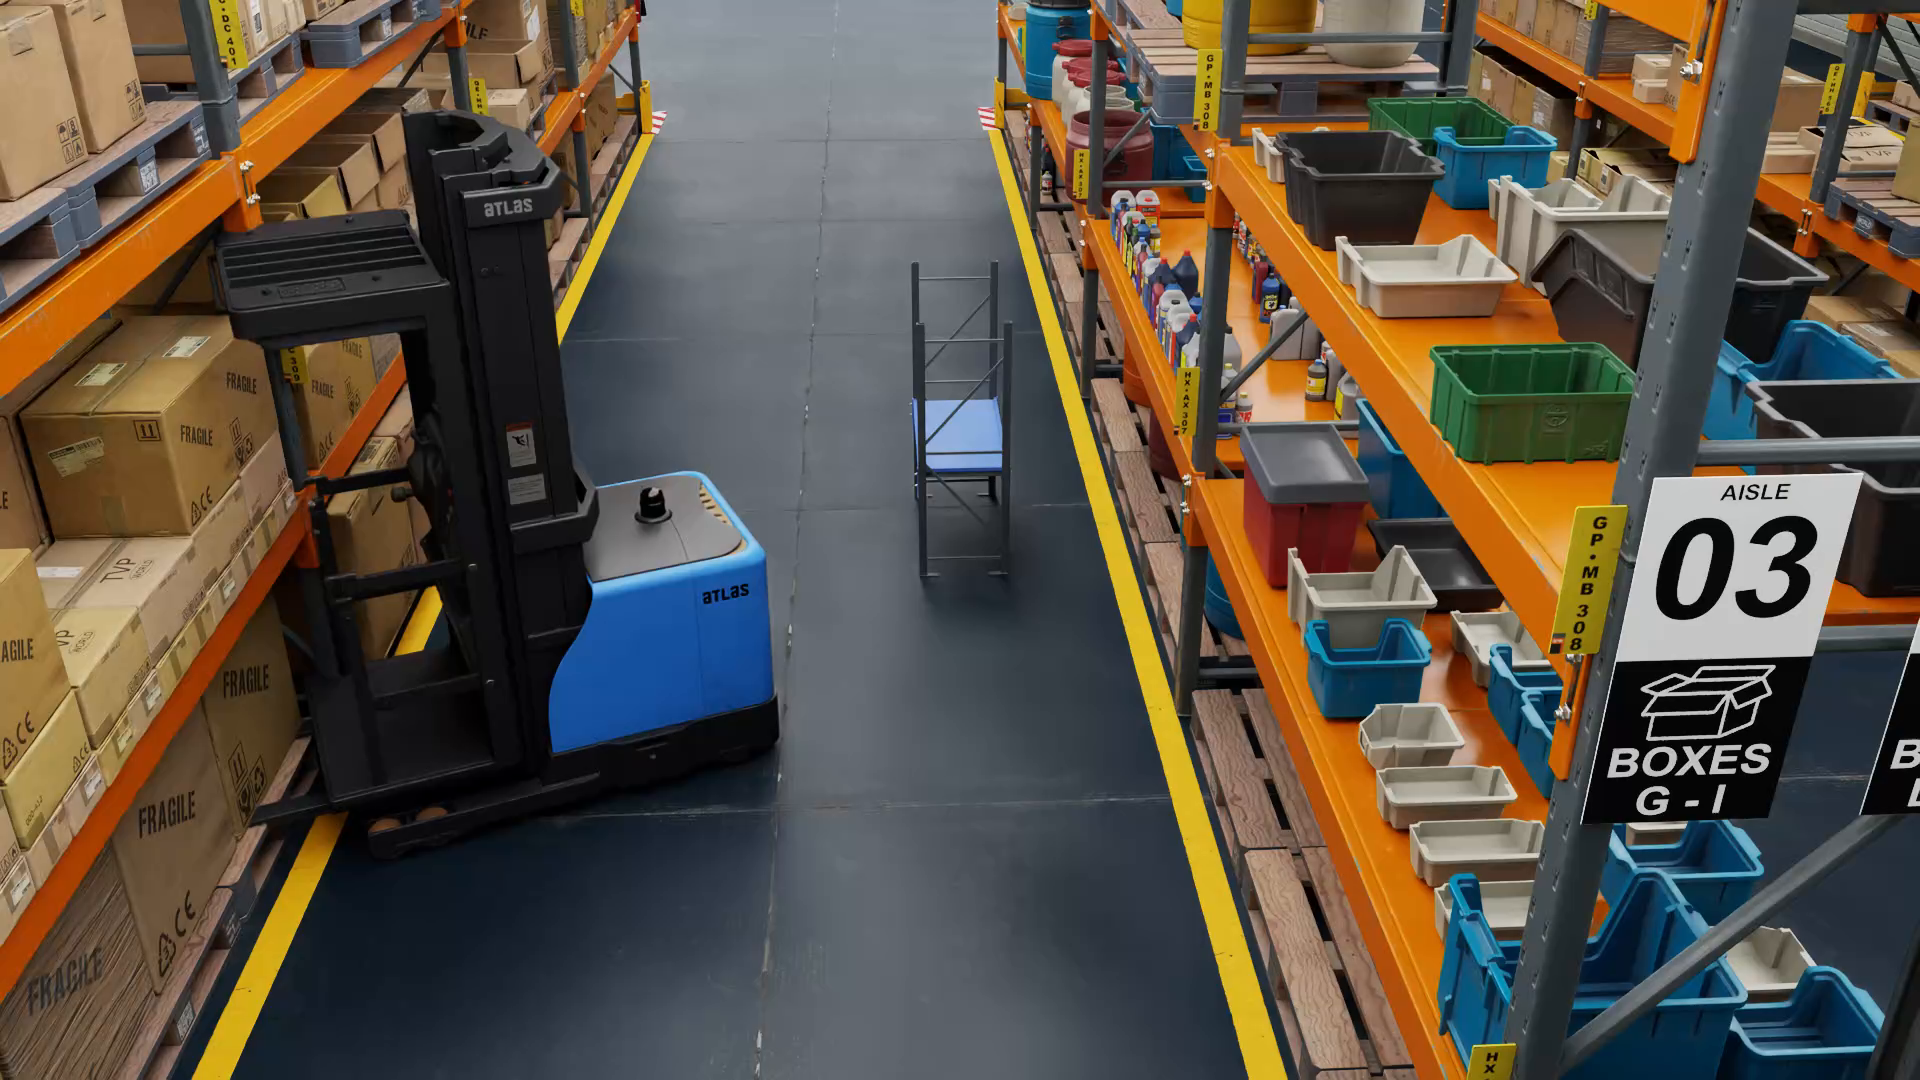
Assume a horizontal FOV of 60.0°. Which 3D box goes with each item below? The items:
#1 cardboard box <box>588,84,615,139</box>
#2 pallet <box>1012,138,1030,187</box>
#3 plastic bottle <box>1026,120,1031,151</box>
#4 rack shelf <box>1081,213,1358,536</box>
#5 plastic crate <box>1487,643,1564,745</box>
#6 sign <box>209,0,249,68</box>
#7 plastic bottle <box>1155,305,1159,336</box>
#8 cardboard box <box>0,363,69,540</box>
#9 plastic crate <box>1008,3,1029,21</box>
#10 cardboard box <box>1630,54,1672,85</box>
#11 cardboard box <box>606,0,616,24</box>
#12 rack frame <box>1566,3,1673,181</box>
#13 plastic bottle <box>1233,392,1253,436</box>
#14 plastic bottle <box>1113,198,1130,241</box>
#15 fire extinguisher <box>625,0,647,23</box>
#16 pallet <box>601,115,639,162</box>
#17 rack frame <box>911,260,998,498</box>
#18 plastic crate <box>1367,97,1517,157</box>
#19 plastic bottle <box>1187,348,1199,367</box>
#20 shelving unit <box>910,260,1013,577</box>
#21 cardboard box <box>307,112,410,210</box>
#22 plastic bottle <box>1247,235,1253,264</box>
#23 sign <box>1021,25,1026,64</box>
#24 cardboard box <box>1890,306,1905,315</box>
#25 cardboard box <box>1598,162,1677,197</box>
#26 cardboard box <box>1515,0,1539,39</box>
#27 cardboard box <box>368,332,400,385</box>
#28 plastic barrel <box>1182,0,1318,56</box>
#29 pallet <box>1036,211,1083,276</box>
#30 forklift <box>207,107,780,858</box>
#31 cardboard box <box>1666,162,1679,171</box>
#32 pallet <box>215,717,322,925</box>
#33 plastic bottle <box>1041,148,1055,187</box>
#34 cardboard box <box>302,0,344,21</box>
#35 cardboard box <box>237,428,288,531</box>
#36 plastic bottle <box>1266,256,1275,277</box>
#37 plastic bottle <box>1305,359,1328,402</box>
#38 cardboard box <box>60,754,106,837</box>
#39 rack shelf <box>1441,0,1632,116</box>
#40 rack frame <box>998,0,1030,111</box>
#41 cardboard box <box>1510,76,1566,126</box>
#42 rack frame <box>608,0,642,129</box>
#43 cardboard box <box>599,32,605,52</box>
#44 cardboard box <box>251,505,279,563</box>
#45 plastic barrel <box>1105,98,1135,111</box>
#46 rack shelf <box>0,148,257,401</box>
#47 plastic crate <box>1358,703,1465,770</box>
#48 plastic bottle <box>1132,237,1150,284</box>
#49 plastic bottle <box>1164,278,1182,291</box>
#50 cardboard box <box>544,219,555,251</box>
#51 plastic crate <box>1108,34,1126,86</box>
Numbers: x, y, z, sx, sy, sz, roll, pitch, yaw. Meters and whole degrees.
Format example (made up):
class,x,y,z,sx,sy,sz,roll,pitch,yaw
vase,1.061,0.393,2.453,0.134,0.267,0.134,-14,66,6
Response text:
class,x,y,z,sx,sy,sz,roll,pitch,yaw
cardboard box,-3.936,-4.440,17.268,0.500,0.500,0.500,6,28,11
pallet,1.077,-3.838,16.880,1.003,0.211,1.213,-1,28,-3
plastic bottle,0.706,-4.086,16.803,0.061,0.283,0.133,-1,28,-2
rack shelf,1.451,-1.108,9.409,1.077,0.370,4.000,-1,28,-3
plastic crate,1.995,0.522,5.621,0.416,0.233,0.300,-1,28,-3
sign,-2.837,-1.993,6.438,0.100,0.325,0.005,-1,28,-3
plastic bottle,1.114,-1.214,9.048,0.097,0.201,0.097,0,28,0
cardboard box,-3.603,-0.327,6.163,0.500,0.500,0.500,-1,28,-3
plastic crate,0.654,-5.508,17.351,0.298,0.136,0.250,-1,28,-3
cardboard box,6.154,-4.023,14.383,0.500,0.250,0.500,0,28,1
cardboard box,-3.887,-5.388,16.406,0.875,0.500,0.500,-1,28,-3
rack frame,6.084,-4.316,14.782,1.000,3.000,0.127,-1,28,-3
plastic bottle,1.335,-0.602,7.874,0.097,0.201,0.097,0,28,0
plastic bottle,1.025,-2.032,10.542,0.097,0.271,0.097,0,28,0
fire extinguisher,-3.563,-5.956,18.009,0.296,0.674,0.183,-1,28,-3
pallet,-4.007,-4.278,17.725,1.003,0.211,1.213,-1,28,-3
rack frame,-0.031,-0.939,9.929,0.500,1.500,0.032,-1,28,-3
plastic crate,1.879,-1.551,6.466,0.450,0.188,0.662,-1,28,-3
plastic bottle,1.193,-0.792,8.158,0.152,0.276,0.135,-1,28,-3
shelving unit,-0.004,-0.704,9.479,0.538,1.500,1.048,-1,28,-3
cardboard box,-3.547,-2.081,9.304,0.797,0.503,0.637,-1,28,-1
plastic bottle,1.809,-1.791,10.156,0.097,0.201,0.097,0,28,0
sign,0.587,-4.313,14.476,0.100,0.325,0.005,-1,28,-3
cardboard box,6.559,-1.685,12.256,0.500,0.250,0.500,-1,28,-3
cardboard box,5.878,-3.104,14.370,0.500,0.311,0.500,-2,28,-3
cardboard box,5.971,-5.277,16.516,0.700,0.500,0.500,-1,28,-1
cardboard box,-3.218,-1.110,8.527,0.500,0.500,0.500,-2,28,-4
plastic barrel,1.305,-2.520,7.437,0.600,0.588,0.600,0,28,0
pallet,1.217,-2.600,14.507,1.003,0.211,1.213,-1,28,-3
forklift,-2.408,-0.214,6.990,3.031,2.935,1.130,-12,30,-22
cardboard box,6.425,-3.112,14.385,0.500,0.311,0.500,-1,28,-1
pallet,-3.429,1.205,7.211,1.003,0.211,1.213,-1,28,-3
plastic bottle,0.816,-3.509,15.624,0.144,0.351,0.185,-2,28,-4
cardboard box,-3.472,-2.851,8.162,0.797,0.503,0.637,-2,28,-3
cardboard box,-3.106,-0.252,6.830,0.500,0.250,0.500,-2,28,-4
plastic bottle,1.820,-1.550,9.532,0.144,0.351,0.185,-1,28,-3
plastic bottle,1.769,-0.796,8.247,0.097,0.201,0.097,0,28,0
cardboard box,-2.941,0.809,5.227,0.380,0.149,0.250,-2,28,-3
rack shelf,5.980,-4.921,16.719,1.077,0.370,4.000,-1,28,-3
rack frame,0.929,-6.046,18.098,1.000,3.000,0.127,-1,28,-3
cardboard box,5.797,-4.287,16.433,0.500,0.500,0.500,-1,28,-3
rack frame,-4.018,-5.926,17.868,1.000,3.000,0.127,-1,28,-3
cardboard box,-3.611,-4.766,15.916,0.380,0.149,0.250,-1,28,-3
cardboard box,-3.034,-0.021,6.818,0.380,0.149,0.250,-1,28,-2
plastic barrel,1.079,-2.871,11.889,0.421,0.512,0.421,0,28,0
rack shelf,-3.287,-0.472,4.945,1.077,0.370,4.000,-1,28,-3
plastic crate,1.467,0.663,5.455,0.298,0.136,0.250,-1,28,-3
plastic bottle,1.068,-1.650,9.810,0.097,0.271,0.097,0,28,0
plastic bottle,1.168,-1.308,9.153,0.097,0.271,0.097,0,28,0
cardboard box,-3.792,-2.661,13.835,0.700,0.500,0.500,-2,28,-3
plastic crate,1.468,-4.010,14.126,0.402,0.464,0.583,-1,28,-3
